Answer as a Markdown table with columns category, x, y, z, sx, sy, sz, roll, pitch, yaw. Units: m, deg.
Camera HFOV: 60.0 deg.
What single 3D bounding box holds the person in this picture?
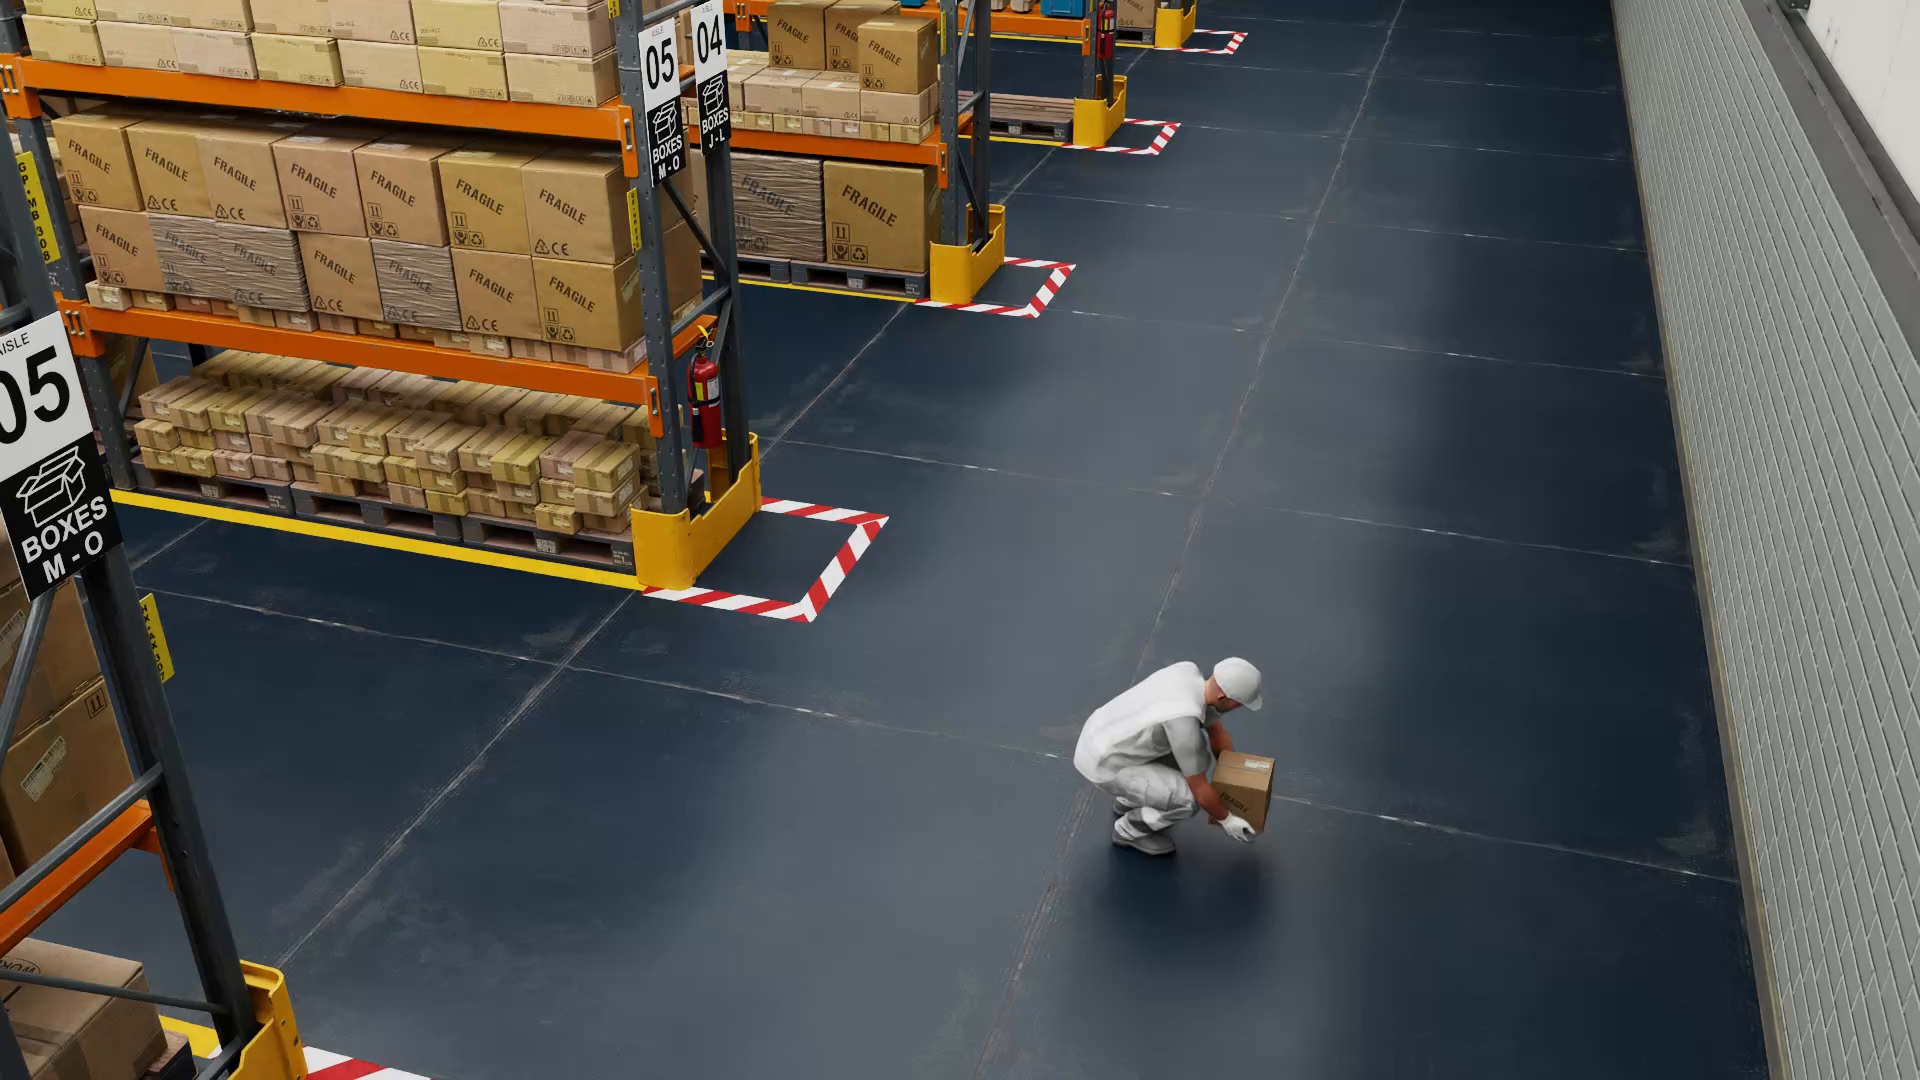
| category | x | y | z | sx | sy | sz | roll | pitch | yaw |
| --- | --- | --- | --- | --- | --- | --- | --- | --- | --- |
| person | 0.971 | 0.946 | 7.608 | 0.873 | 0.992 | 0.561 | 9 | 30 | 15 |
